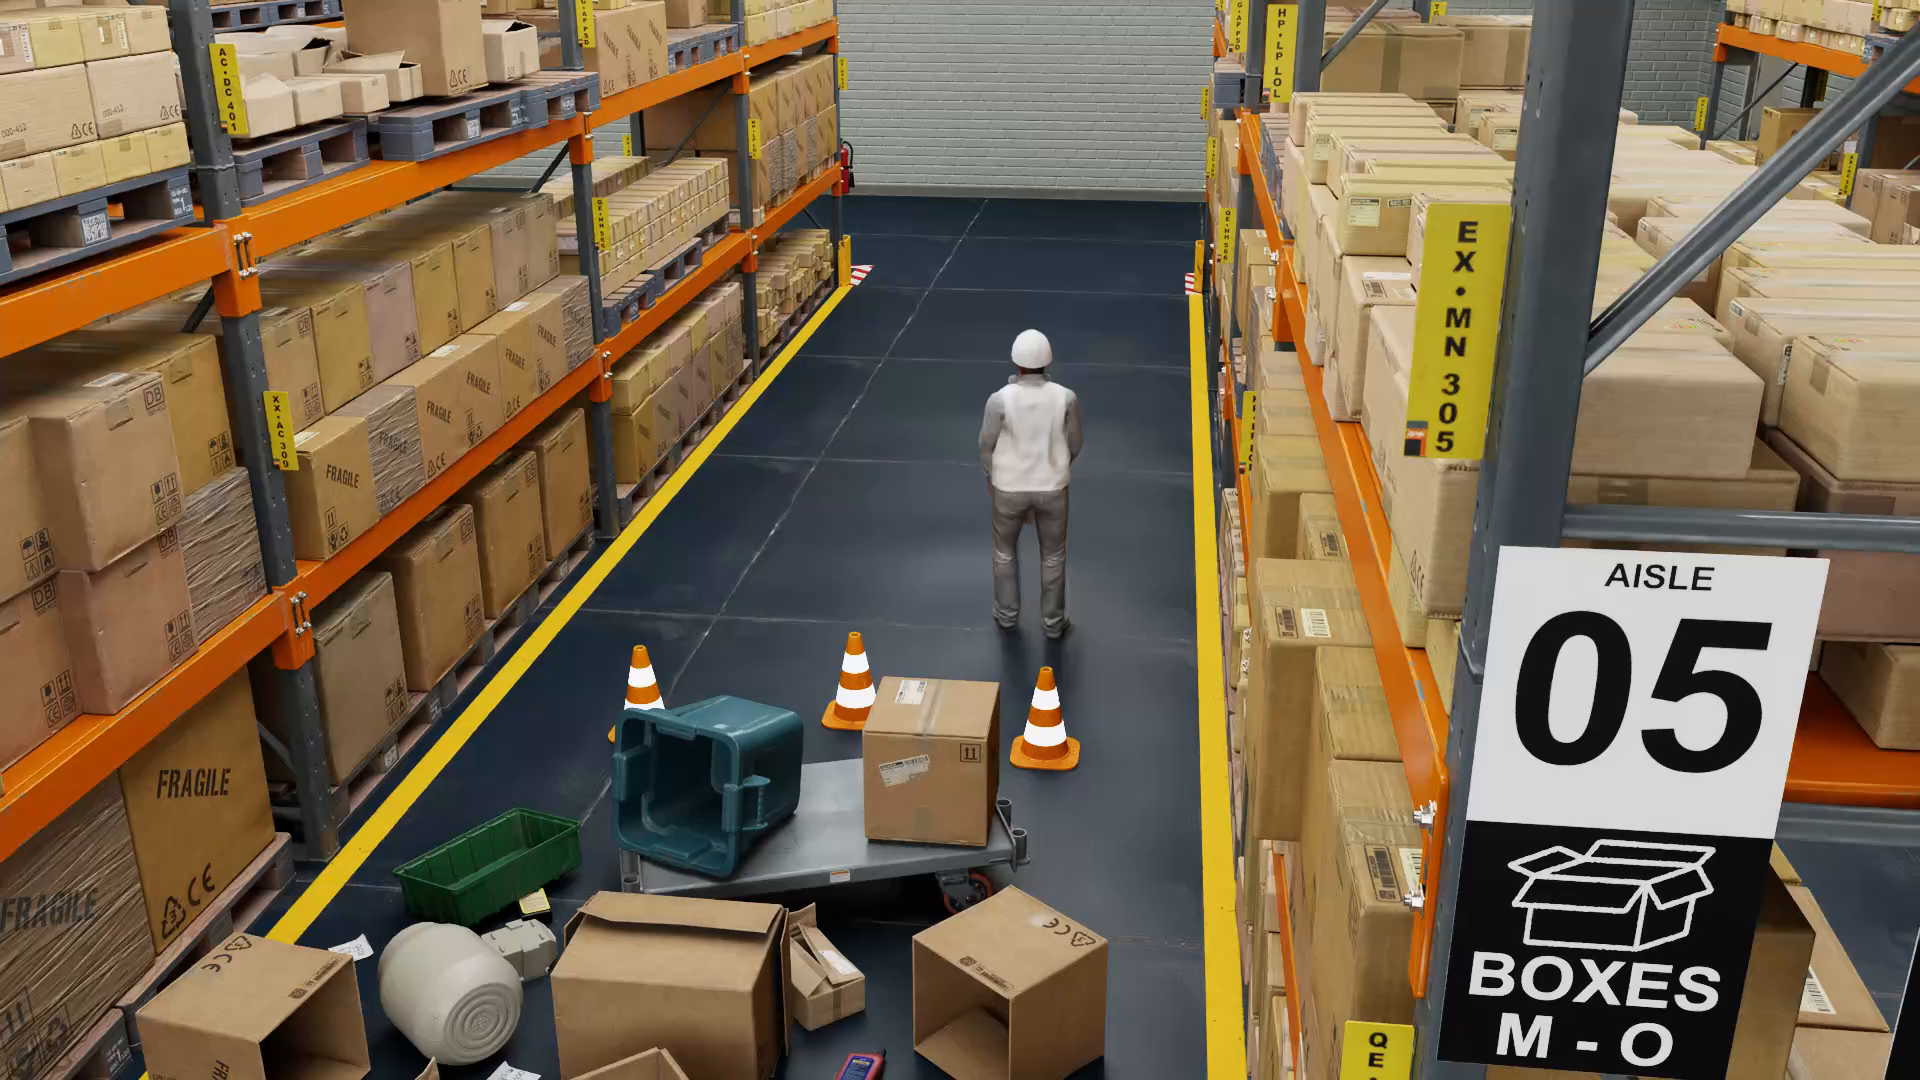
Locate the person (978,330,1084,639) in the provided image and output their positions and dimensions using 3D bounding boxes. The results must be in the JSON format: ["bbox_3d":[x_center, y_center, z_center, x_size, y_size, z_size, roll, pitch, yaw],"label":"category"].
[{"bbox_3d":[0.394,-0.330,9.407,0.593,1.770,0.482,-1,21,-2],"label":"person"}]
